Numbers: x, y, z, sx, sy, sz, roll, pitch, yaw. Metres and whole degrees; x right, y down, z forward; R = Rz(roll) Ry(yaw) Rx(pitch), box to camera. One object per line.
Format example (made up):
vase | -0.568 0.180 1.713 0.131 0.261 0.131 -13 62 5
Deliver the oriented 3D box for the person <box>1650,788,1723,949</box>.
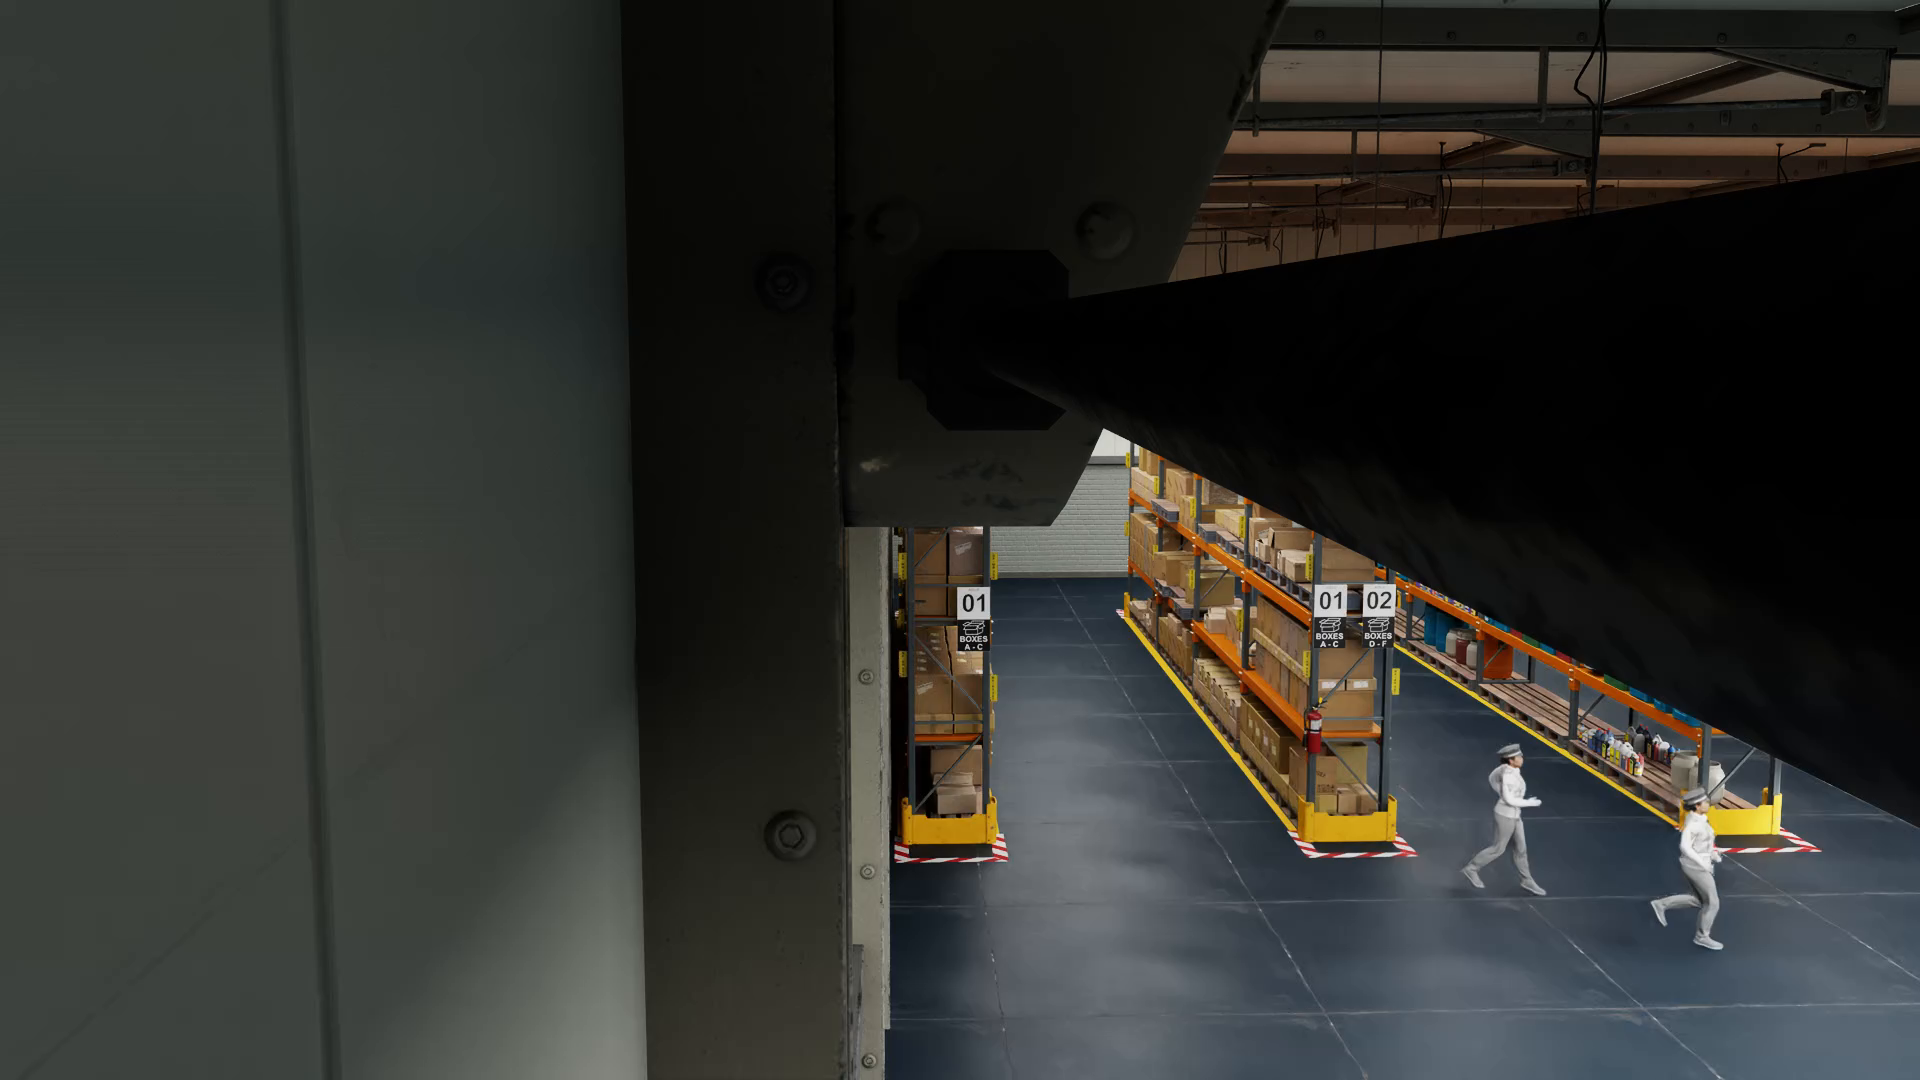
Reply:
person | 7.501 3.349 17.028 0.666 1.677 0.618 3 8 19

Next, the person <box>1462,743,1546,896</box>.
person | 6.105 3.103 18.575 0.897 1.710 0.627 3 8 23
